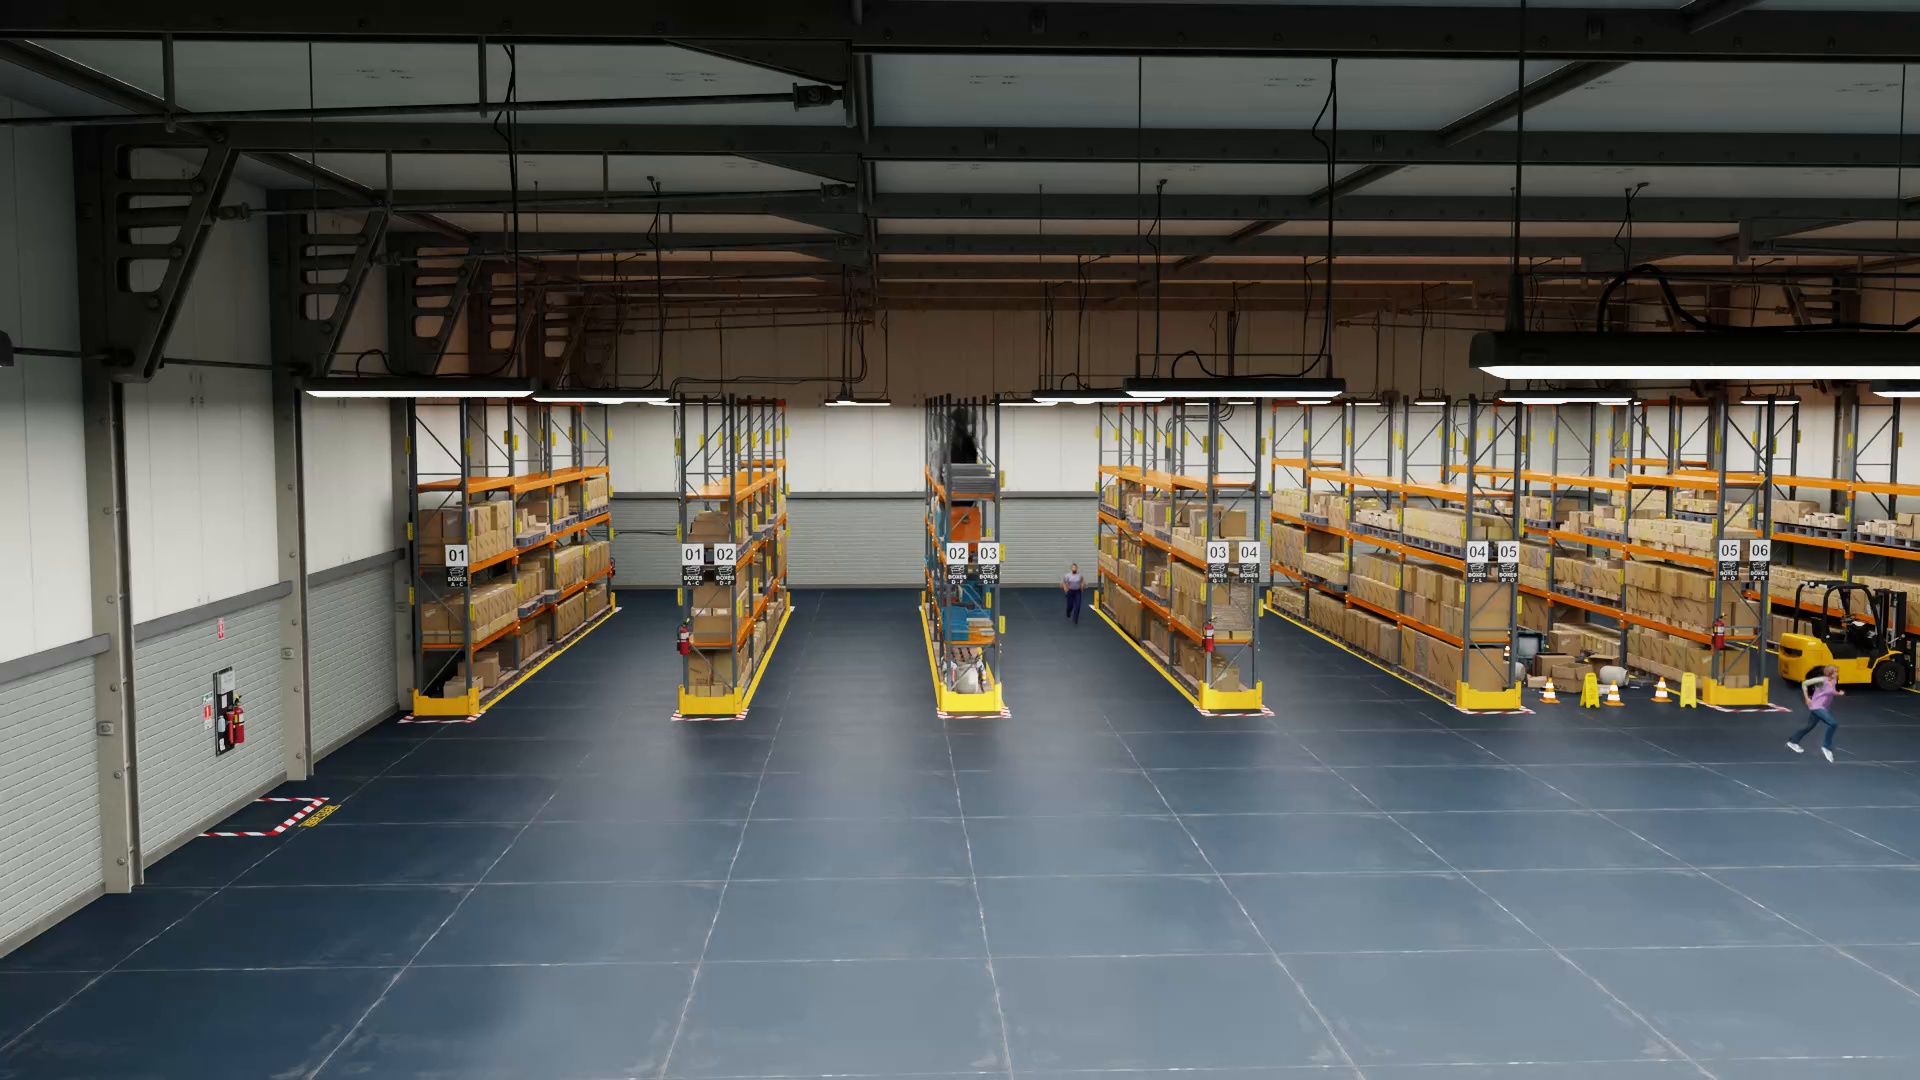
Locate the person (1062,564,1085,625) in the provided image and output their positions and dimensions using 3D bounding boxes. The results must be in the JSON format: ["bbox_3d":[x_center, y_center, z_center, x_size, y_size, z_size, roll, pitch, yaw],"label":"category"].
[{"bbox_3d":[3.033,1.440,44.313,0.616,1.601,0.599,-1,5,-7],"label":"person"}]

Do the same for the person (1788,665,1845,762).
[{"bbox_3d":[14.003,2.809,27.205,0.533,1.554,0.875,-4,6,-41],"label":"person"}]

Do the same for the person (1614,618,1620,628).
[{"bbox_3d":[17.158,1.531,43.282,0.522,1.549,0.532,-2,5,-26],"label":"person"}]

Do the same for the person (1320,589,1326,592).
[{"bbox_3d":[10.676,1.087,48.459,0.611,1.640,0.864,-3,5,-34],"label":"person"}]
